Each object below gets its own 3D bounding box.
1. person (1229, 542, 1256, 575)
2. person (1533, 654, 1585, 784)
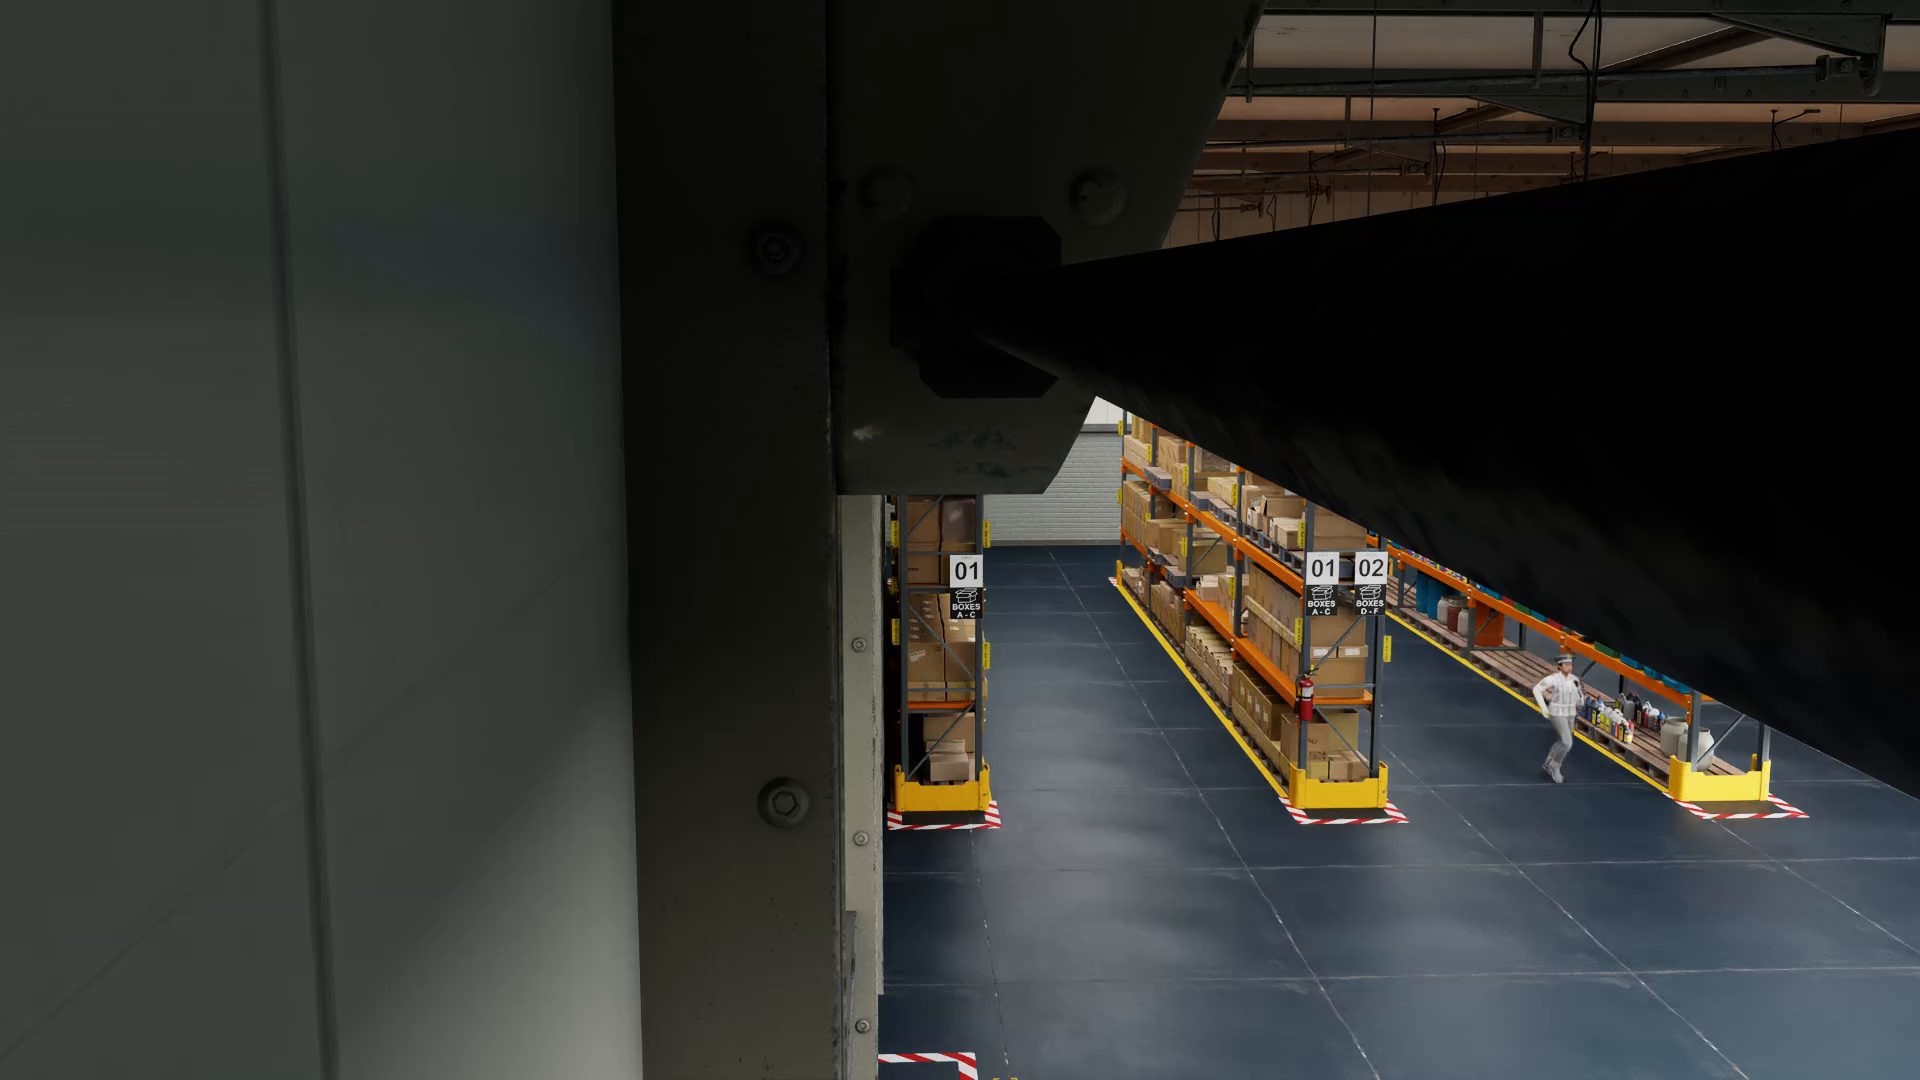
[{"bbox_3d":[6.009,0.323,35.168,0.673,1.725,0.806,-1,8,-8],"label":"person"},{"bbox_3d":[7.855,2.319,21.662,0.578,1.707,0.681,-3,9,-22],"label":"person"}]
